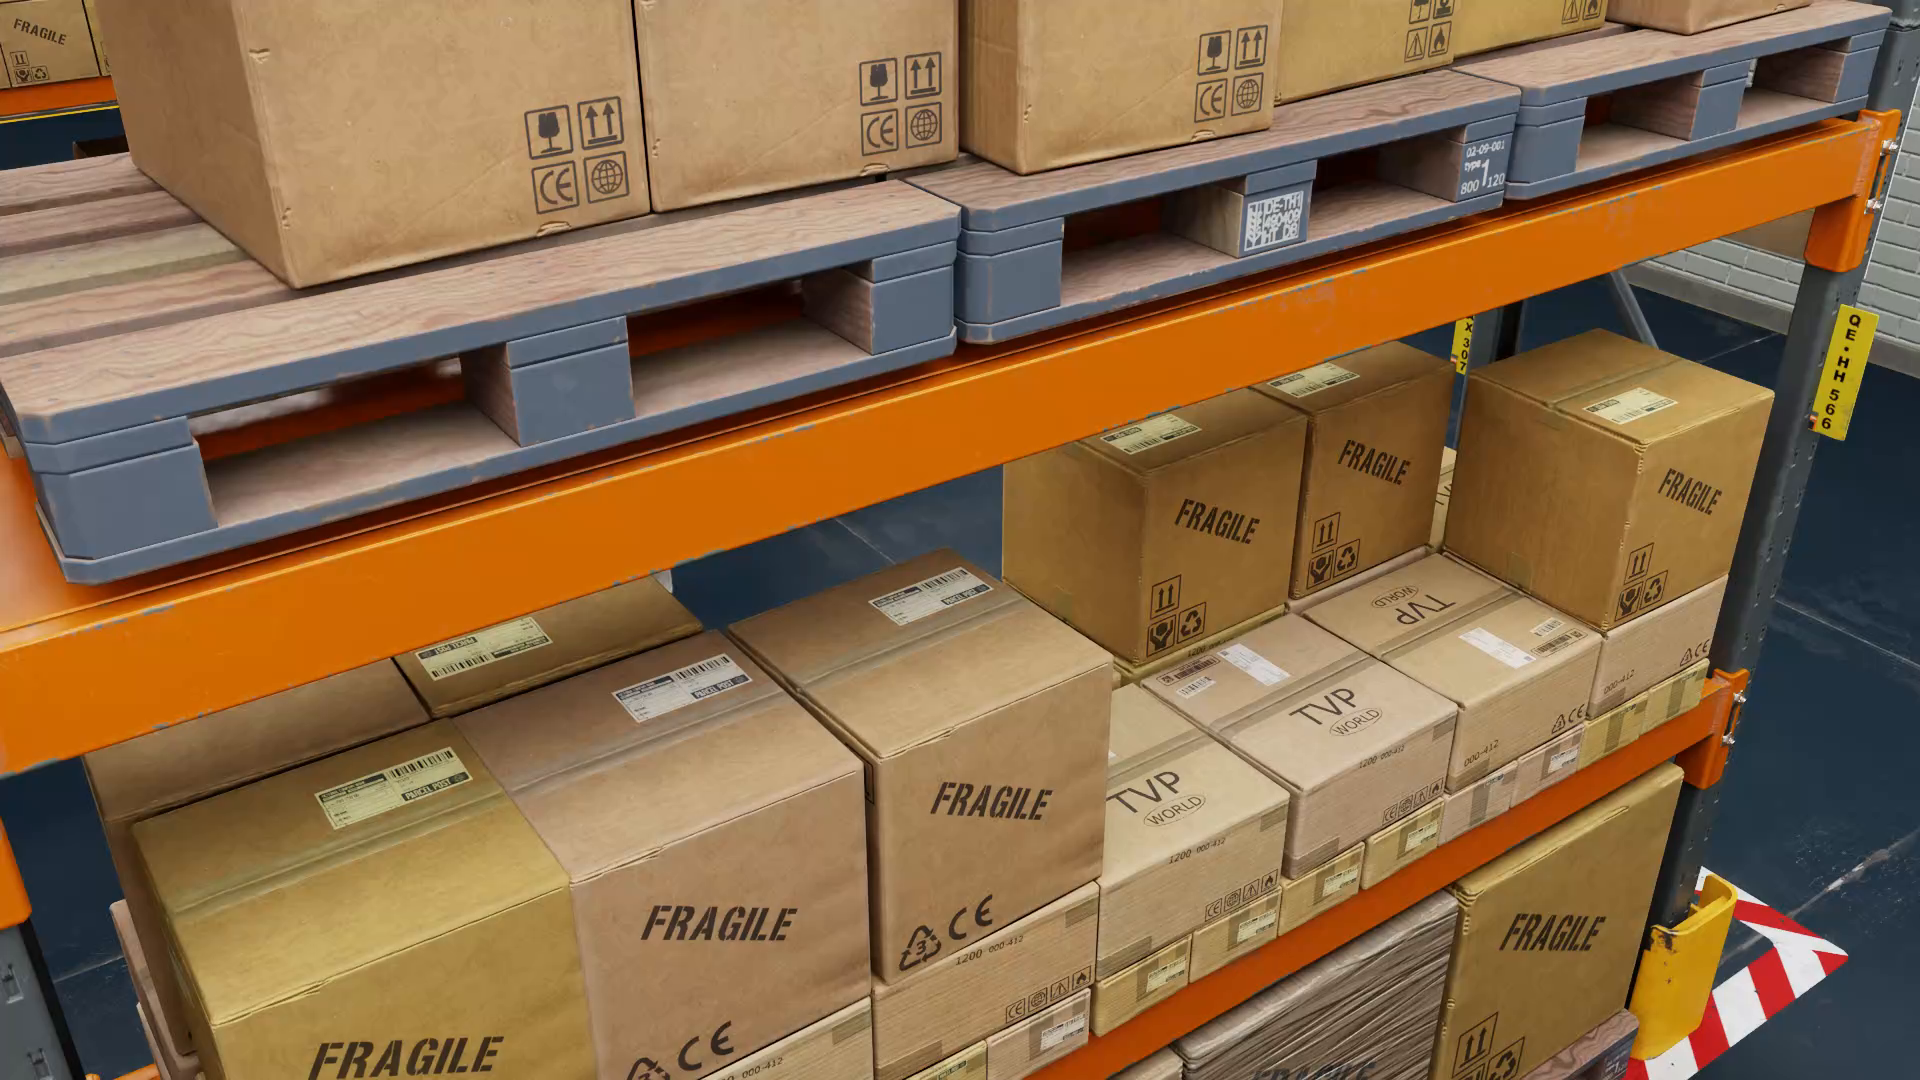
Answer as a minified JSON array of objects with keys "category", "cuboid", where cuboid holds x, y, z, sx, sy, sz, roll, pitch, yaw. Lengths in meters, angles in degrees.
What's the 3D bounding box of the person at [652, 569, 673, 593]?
[{"category":"person","cuboid":[-1.198,0.205,5.747,0.376,1.663,0.527,-19,34,-31]}]
